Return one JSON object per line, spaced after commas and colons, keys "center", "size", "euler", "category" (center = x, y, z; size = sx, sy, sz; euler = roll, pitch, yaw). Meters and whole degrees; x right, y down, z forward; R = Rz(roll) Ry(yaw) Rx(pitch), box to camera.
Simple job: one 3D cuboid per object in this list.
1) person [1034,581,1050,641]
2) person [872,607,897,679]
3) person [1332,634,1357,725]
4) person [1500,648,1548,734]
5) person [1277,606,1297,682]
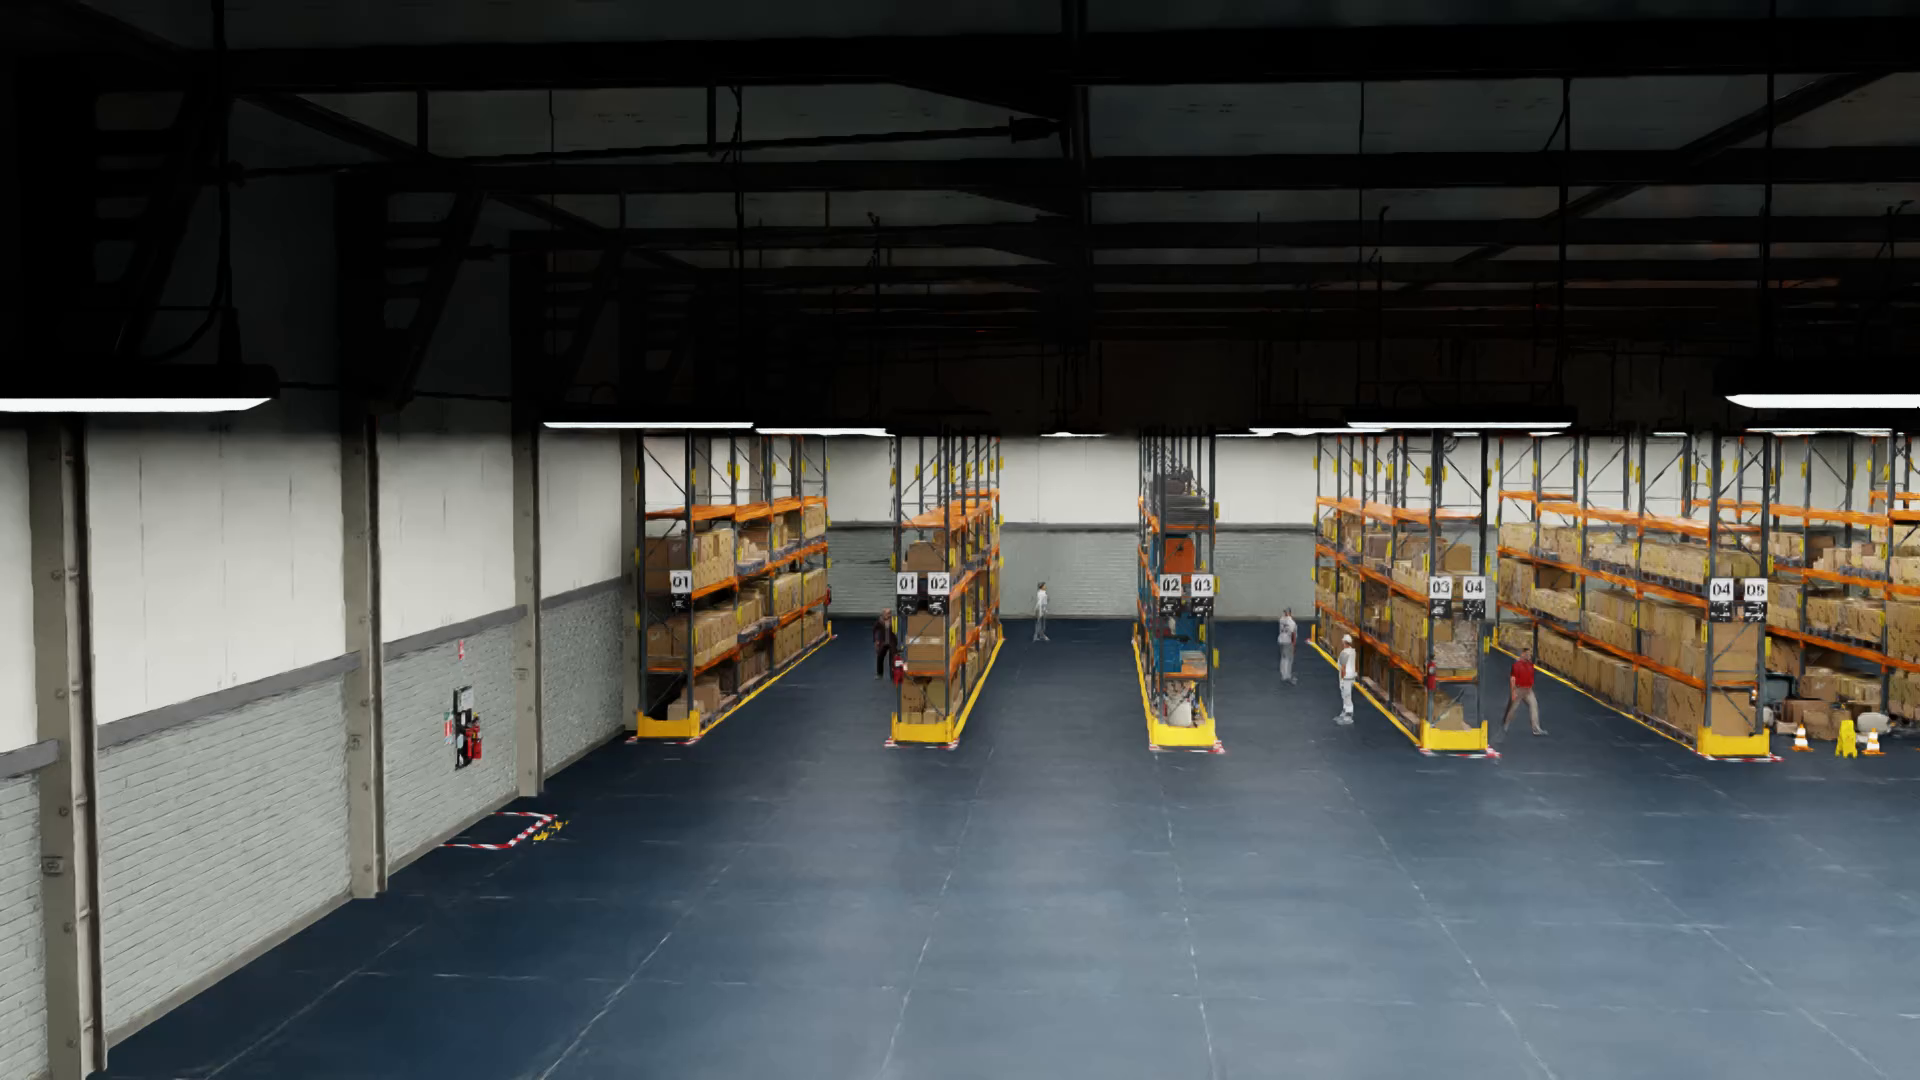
{"center": [2.313, 2.006, 47.130], "size": [0.380, 1.679, 0.563], "euler": [1, 4, 21], "category": "person"}
{"center": [-1.732, 2.454, 39.568], "size": [0.729, 1.733, 0.538], "euler": [0, 3, 3], "category": "person"}
{"center": [7.723, 2.784, 33.350], "size": [0.431, 1.787, 0.571], "euler": [2, 4, 35], "category": "person"}
{"center": [10.930, 2.908, 32.285], "size": [0.583, 1.650, 0.974], "euler": [-1, 4, -18], "category": "person"}
{"center": [7.764, 2.444, 39.262], "size": [0.476, 1.758, 0.593], "euler": [-2, 4, -24], "category": "person"}
